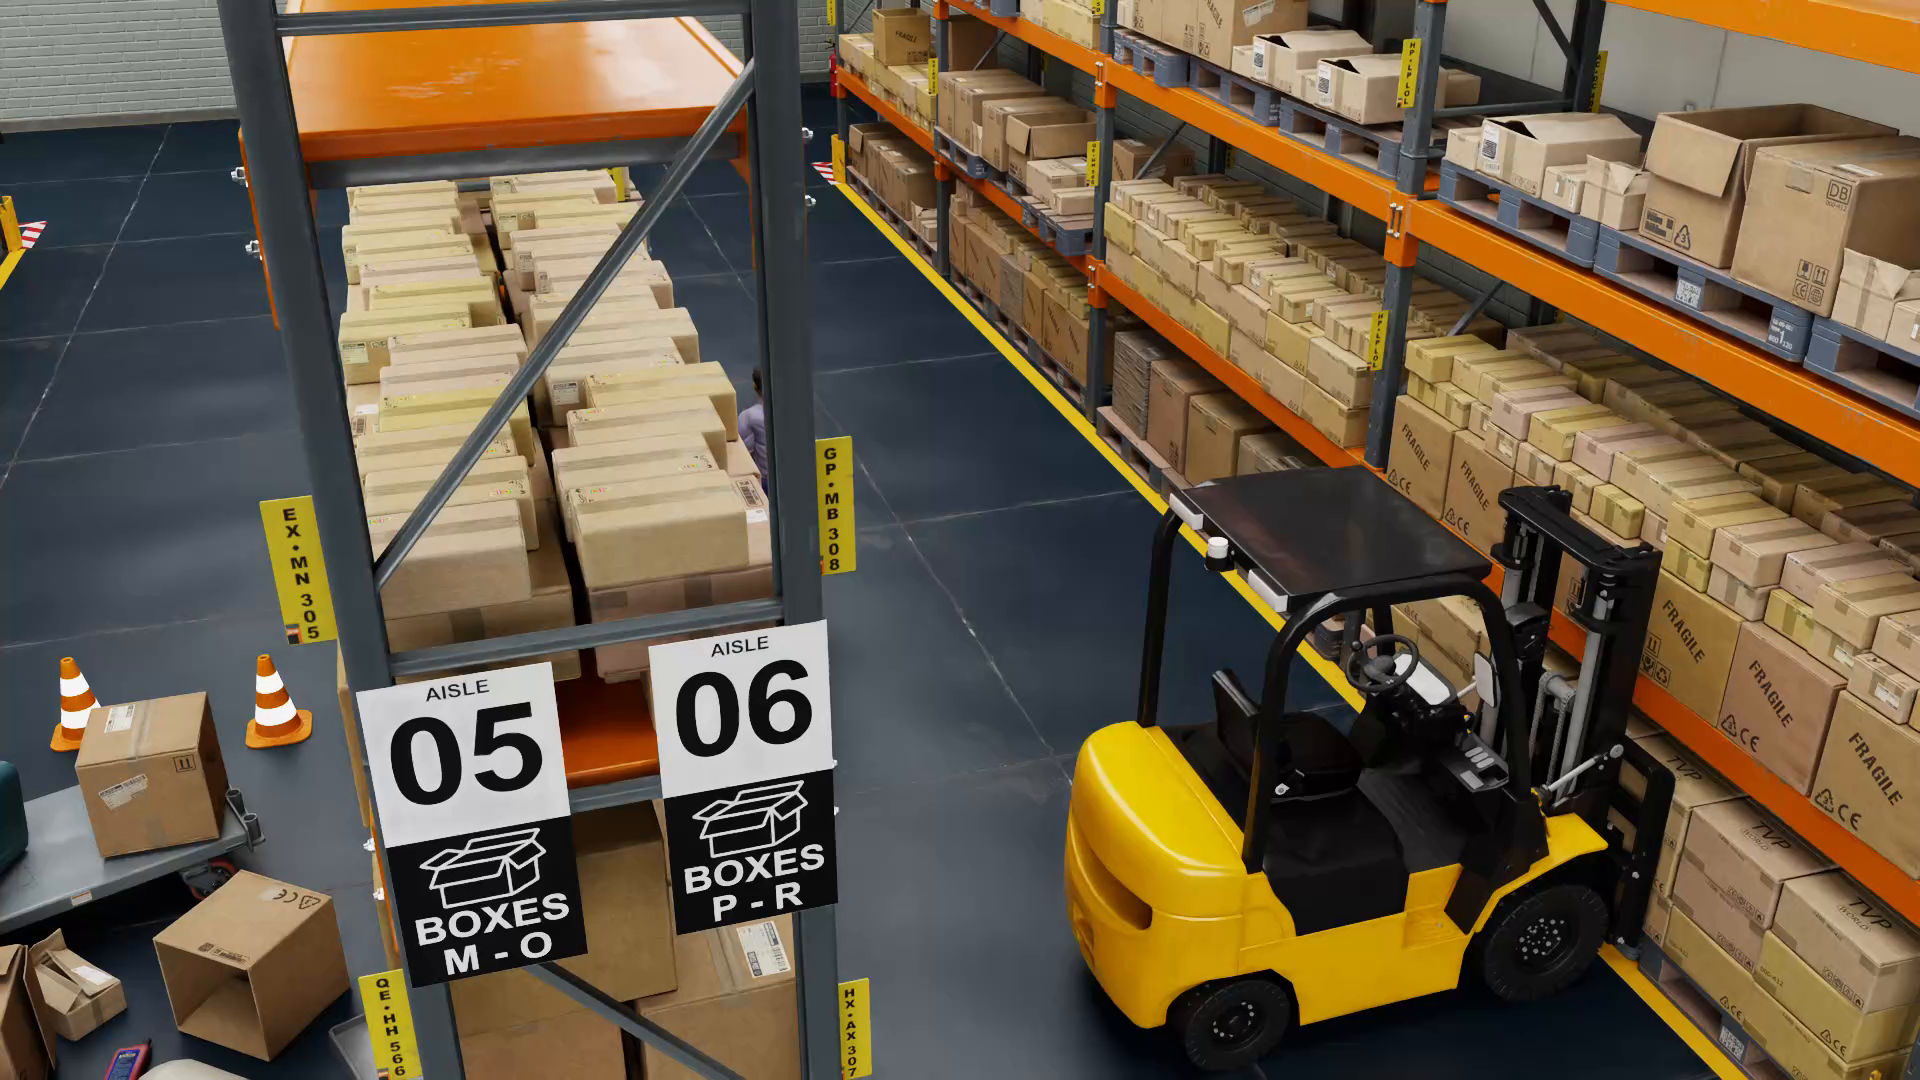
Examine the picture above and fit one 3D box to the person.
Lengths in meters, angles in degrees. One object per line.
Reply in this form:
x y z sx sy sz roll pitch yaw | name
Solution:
-1.085 -0.287 9.931 0.535 1.653 0.422 -9 28 -18 | person
